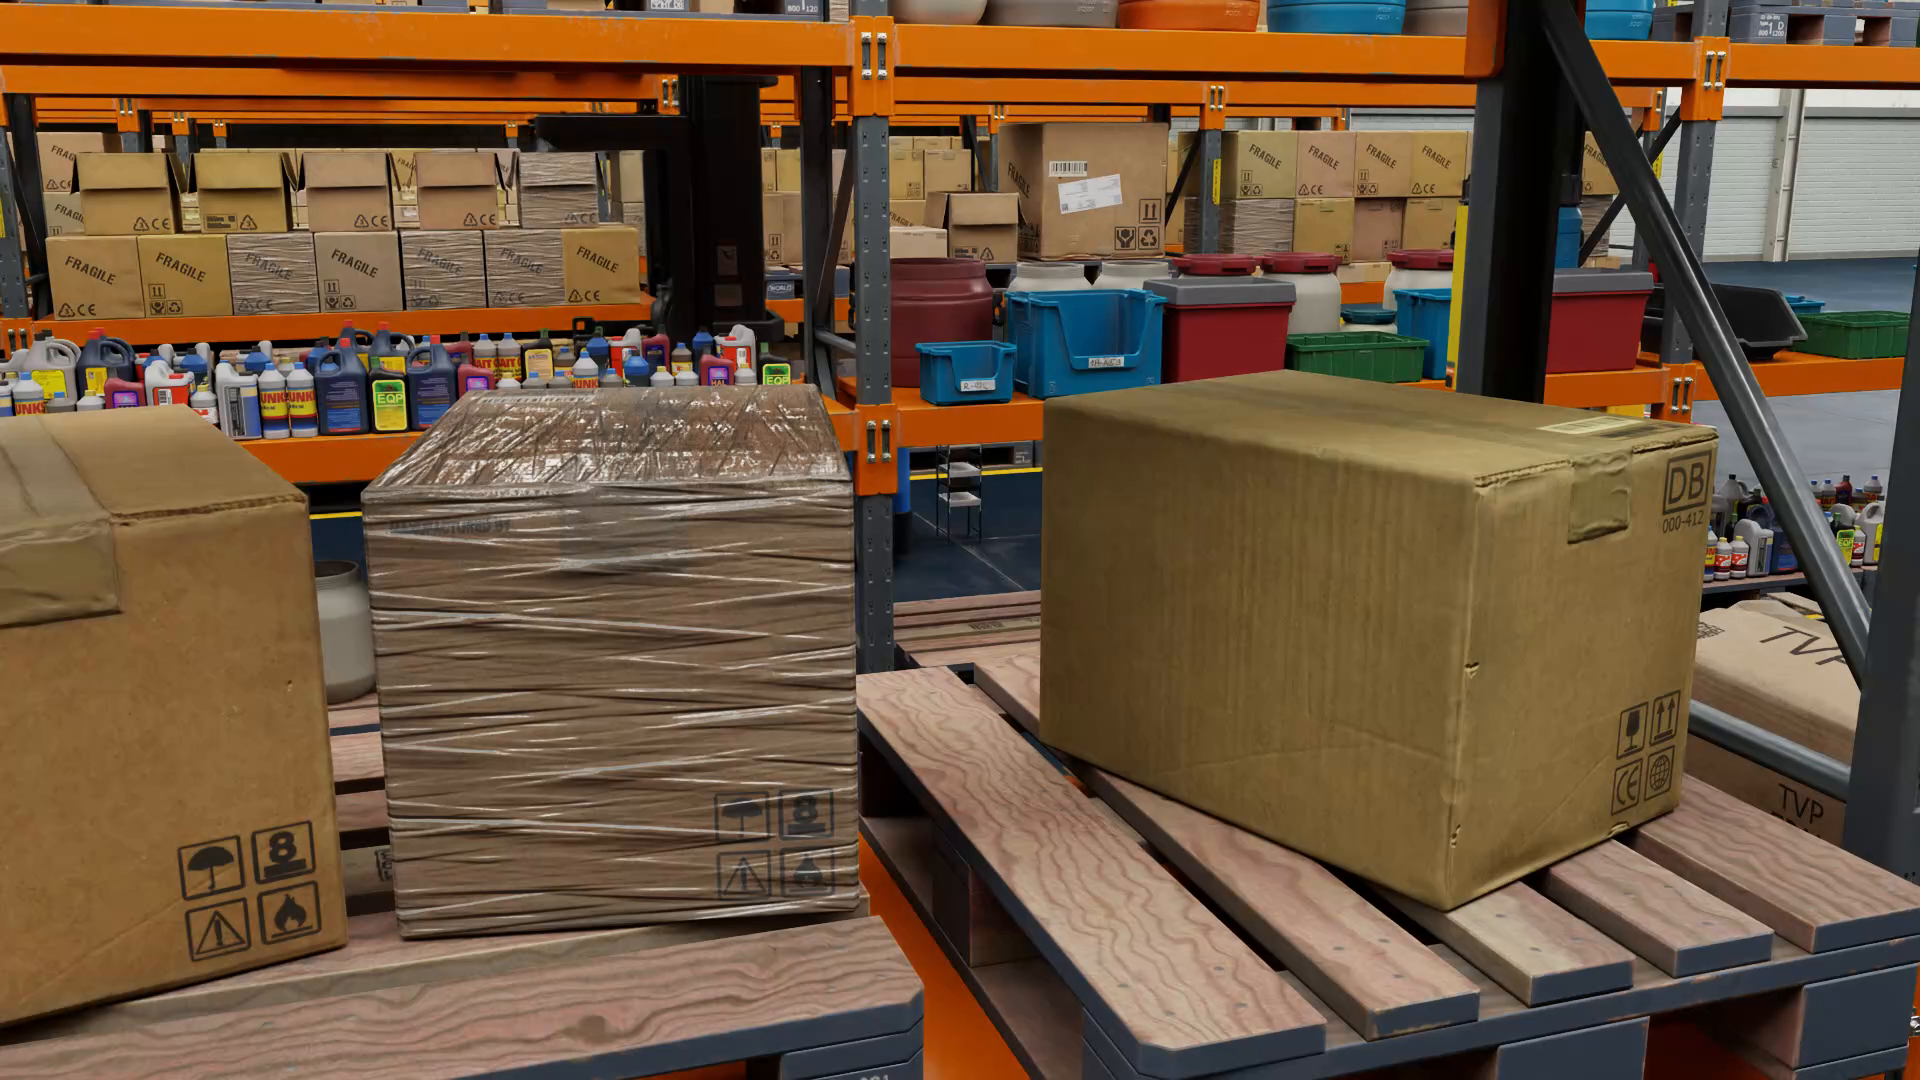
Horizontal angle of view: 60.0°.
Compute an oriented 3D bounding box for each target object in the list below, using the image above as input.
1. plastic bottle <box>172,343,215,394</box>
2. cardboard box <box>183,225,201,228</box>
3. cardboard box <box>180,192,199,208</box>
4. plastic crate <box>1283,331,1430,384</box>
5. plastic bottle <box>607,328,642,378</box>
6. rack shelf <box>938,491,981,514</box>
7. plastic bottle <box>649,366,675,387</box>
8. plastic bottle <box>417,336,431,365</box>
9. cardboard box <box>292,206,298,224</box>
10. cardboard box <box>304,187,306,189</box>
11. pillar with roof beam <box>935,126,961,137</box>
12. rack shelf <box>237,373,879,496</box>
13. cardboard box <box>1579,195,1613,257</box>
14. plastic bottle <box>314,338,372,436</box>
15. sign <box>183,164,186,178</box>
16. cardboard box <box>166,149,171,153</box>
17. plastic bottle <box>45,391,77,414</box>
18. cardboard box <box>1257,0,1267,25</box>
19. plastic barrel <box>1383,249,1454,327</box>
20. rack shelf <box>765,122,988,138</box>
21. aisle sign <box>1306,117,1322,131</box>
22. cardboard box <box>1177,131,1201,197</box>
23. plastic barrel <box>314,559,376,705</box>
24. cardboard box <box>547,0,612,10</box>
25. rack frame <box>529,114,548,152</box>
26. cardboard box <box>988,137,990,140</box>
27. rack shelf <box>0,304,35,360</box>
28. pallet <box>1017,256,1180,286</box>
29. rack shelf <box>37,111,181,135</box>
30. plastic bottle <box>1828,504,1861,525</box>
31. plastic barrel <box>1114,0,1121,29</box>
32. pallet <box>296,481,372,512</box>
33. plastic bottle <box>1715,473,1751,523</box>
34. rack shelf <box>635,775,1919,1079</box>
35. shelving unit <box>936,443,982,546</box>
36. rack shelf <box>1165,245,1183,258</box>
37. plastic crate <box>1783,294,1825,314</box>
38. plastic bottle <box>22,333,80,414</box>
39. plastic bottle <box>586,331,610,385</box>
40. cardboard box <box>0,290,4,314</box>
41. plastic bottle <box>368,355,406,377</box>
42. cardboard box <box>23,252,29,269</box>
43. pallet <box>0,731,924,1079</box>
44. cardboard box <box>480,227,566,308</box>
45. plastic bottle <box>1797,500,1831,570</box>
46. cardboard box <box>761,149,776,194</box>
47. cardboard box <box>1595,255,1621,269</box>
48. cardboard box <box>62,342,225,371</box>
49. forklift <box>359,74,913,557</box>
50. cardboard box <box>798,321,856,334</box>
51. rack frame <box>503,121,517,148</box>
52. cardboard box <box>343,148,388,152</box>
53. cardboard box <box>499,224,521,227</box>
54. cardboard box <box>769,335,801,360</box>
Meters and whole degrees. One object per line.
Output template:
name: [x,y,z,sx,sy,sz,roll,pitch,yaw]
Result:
plastic bottle: [-3.063,-0.646,6.646,0.135,0.276,0.152,-4,14,-18]
cardboard box: [-6.831,-2.724,14.749,0.250,0.149,0.380,-5,14,-21]
cardboard box: [-6.831,-3.014,14.681,0.250,0.149,0.380,-4,14,-15]
plastic crate: [1.737,-0.829,7.605,0.662,0.188,0.450,-4,14,-18]
plastic bottle: [-1.446,-0.772,7.175,0.135,0.276,0.152,-4,14,-18]
rack shelf: [-0.008,-0.230,10.086,0.200,0.077,0.258,-4,14,-18]
plastic bottle: [-1.167,-0.579,6.524,0.097,0.201,0.097,0,13,0]
plastic bottle: [-2.220,-0.716,6.950,0.097,0.271,0.097,0,13,0]
cardboard box: [-6.095,-2.927,14.959,0.250,0.149,0.380,-5,14,-20]
cardboard box: [-6.050,-3.233,15.604,0.250,0.149,0.380,-5,14,-20]
pillar with roof beam: [1.187,-7.887,23.854,0.400,9.000,9.100,-4,14,-18]
rack shelf: [-2.389,-0.330,6.603,4.000,0.370,1.077,-4,14,-18]
cardboard box: [4.979,-2.663,13.998,0.500,0.500,0.875,-4,14,-18]
plastic bottle: [-2.290,-0.570,6.163,0.185,0.351,0.144,-4,14,-18]
sign: [-8.847,-4.130,18.983,0.005,0.325,0.100,-4,14,-18]
cardboard box: [-9.554,-4.345,19.552,0.500,0.500,0.500,-4,14,-18]
plastic bottle: [-3.167,-0.423,5.869,0.097,0.201,0.097,0,13,0]
cardboard box: [2.063,-4.194,12.872,0.500,0.500,0.500,-5,14,-20]
plastic barrel: [2.321,-1.167,8.271,0.433,0.535,0.433,0,13,0]
rack shelf: [-1.134,-6.728,27.018,4.000,0.370,1.077,-4,14,-18]
aisle sign: [3.994,-4.935,18.792,0.004,0.787,0.394,-4,14,-18]
cardboard box: [2.056,-2.983,13.180,0.500,0.500,0.500,-4,14,-18]
plastic barrel: [-2.529,0.363,6.604,0.421,0.512,0.421,0,13,0]
cardboard box: [-2.629,-3.567,11.044,0.637,0.503,0.797,-4,14,-15]
rack frame: [-5.234,-4.087,20.845,0.127,3.000,1.000,-4,14,-18]
cardboard box: [0.484,-5.170,22.376,0.500,0.500,0.700,-5,14,-18]
rack shelf: [-7.760,-1.121,9.929,4.000,0.370,1.077,-4,14,-18]
pallet: [0.947,-2.091,12.868,1.213,0.211,1.003,-4,14,-18]
rack shelf: [-10.921,-4.754,18.719,4.000,0.370,1.077,-4,14,-18]
plastic bottle: [4.705,-0.056,8.833,0.135,0.276,0.152,-4,14,-18]
plastic barrel: [0.637,-2.365,7.419,0.301,0.262,0.301,0,13,0]
pallet: [-3.999,-0.427,11.480,1.213,0.211,1.003,-4,14,-18]
plastic bottle: [4.304,-0.197,9.263,0.185,0.351,0.144,-5,14,-18]
rack shelf: [-0.813,0.757,2.035,4.000,0.370,1.077,-4,14,-18]
shelving unit: [-0.008,-0.437,10.036,0.210,0.900,0.258,-4,14,-18]
rack shelf: [2.127,-3.102,18.257,4.000,0.370,1.077,-4,14,-18]
plastic crate: [4.260,-1.192,8.993,0.616,0.251,0.499,-4,14,-18]
plastic bottle: [-3.472,-0.616,6.359,0.185,0.351,0.144,-4,14,-18]
plastic bottle: [-1.545,-0.754,7.109,0.097,0.271,0.097,0,13,0]
cardboard box: [-6.251,-1.548,10.710,0.250,0.149,0.380,-4,14,-18]
plastic bottle: [-2.145,-0.553,6.238,0.133,0.283,0.061,-4,14,-18]
cardboard box: [-8.029,-2.470,14.587,0.250,0.149,0.380,-4,14,-16]
pallet: [-0.759,0.497,1.987,1.213,0.211,1.003,-4,14,-18]
cardboard box: [-2.937,-1.836,11.165,0.500,0.500,0.500,-5,14,-19]
plastic bottle: [4.374,-0.031,8.564,0.185,0.351,0.144,-5,14,-20]
cardboard box: [-2.166,-3.651,16.634,0.500,0.500,0.700,-5,14,-19]
cardboard box: [5.304,-2.316,13.940,0.250,0.149,0.380,-4,14,-18]
cardboard box: [-5.264,-0.841,10.880,0.875,0.875,1.225,-4,14,-18]
forklift: [-1.846,-1.316,9.342,3.031,2.935,1.130,-3,14,-13]
cardboard box: [-1.244,-2.278,17.194,0.750,0.750,1.050,-4,14,-18]
rack frame: [-6.821,-5.176,25.420,0.127,3.000,1.000,-4,14,-18]
cardboard box: [-7.079,-4.416,19.851,0.500,0.500,0.500,-5,14,-19]
cardboard box: [-3.109,-1.948,11.634,0.500,0.500,0.500,-5,14,-20]
cardboard box: [-1.448,-1.333,12.094,0.500,0.250,0.500,-4,14,-16]
